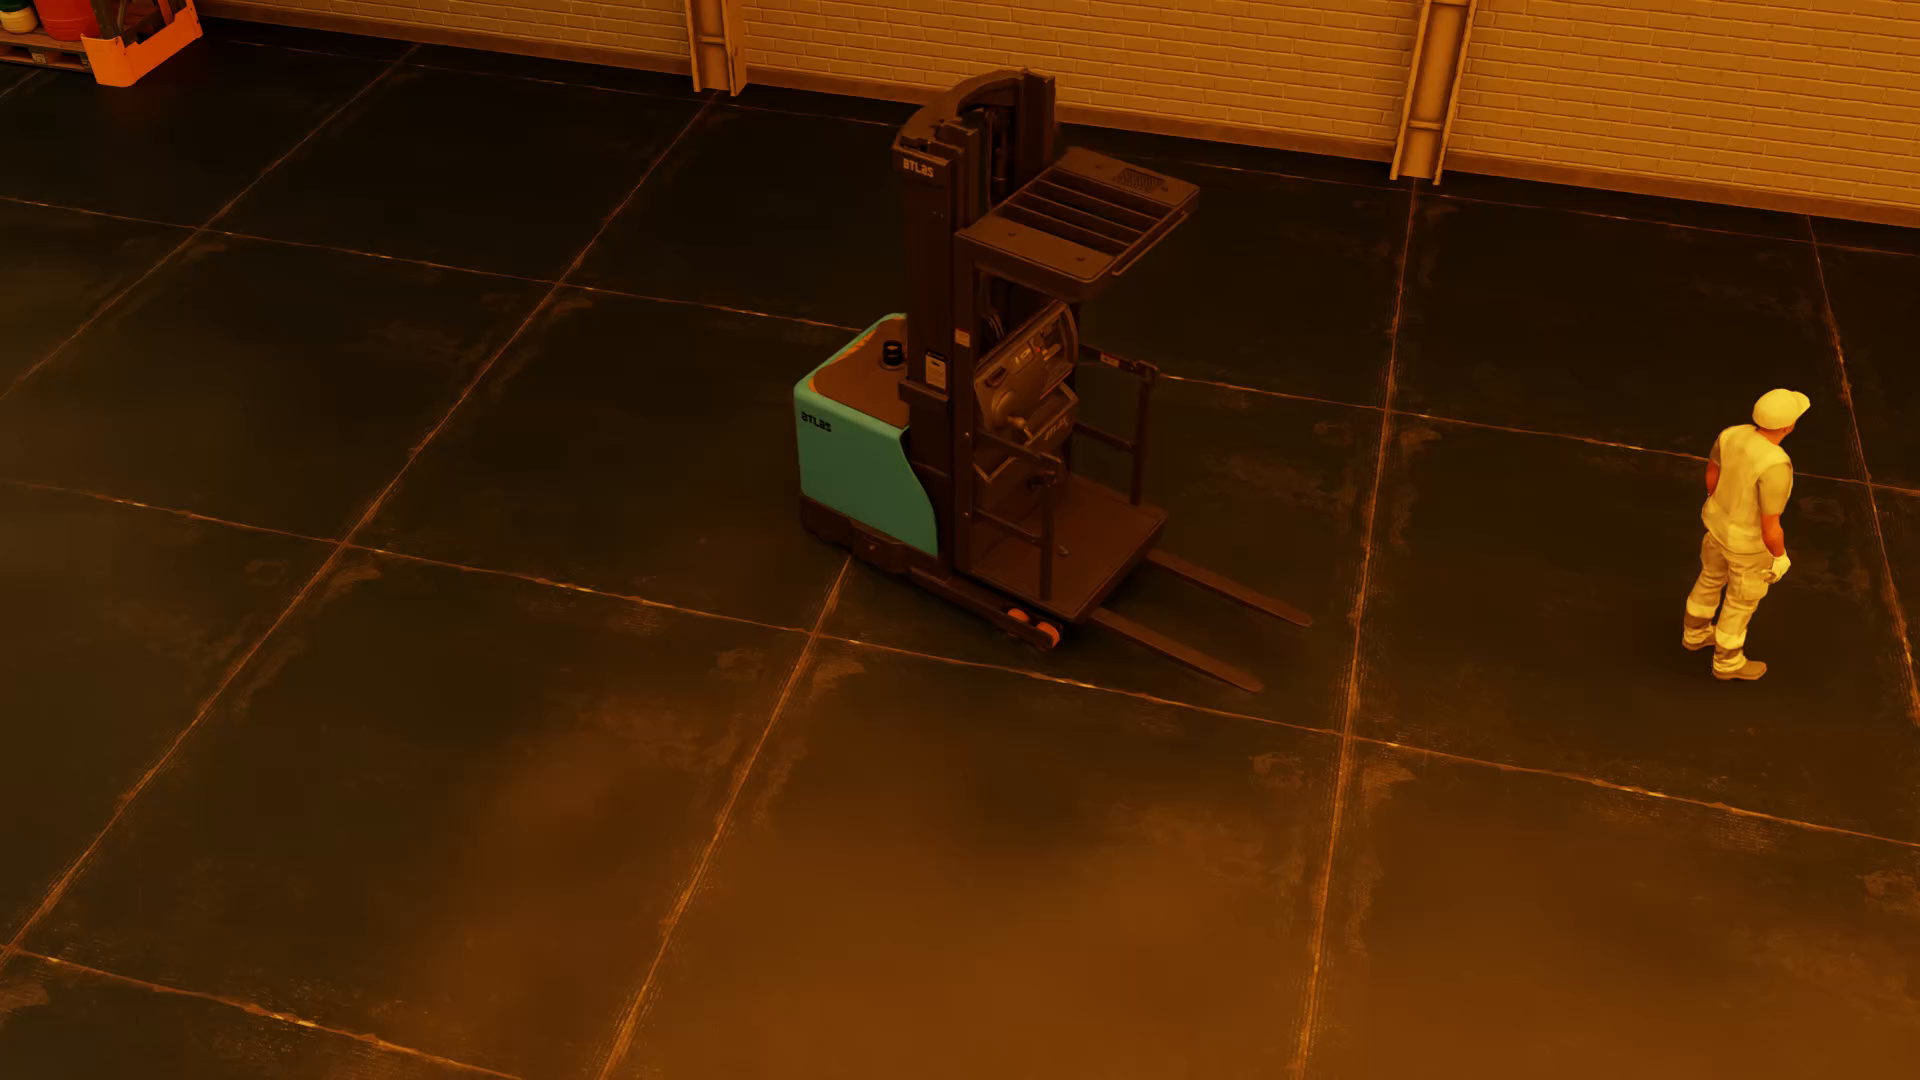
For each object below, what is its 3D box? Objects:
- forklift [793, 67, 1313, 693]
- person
[{"bbox_3d":[0.530,-0.876,8.861,3.031,2.935,1.130,25,47,25],"label":"forklift"},{"bbox_3d":[4.180,-0.044,8.779,0.513,1.797,0.634,-8,42,-9],"label":"person"}]
